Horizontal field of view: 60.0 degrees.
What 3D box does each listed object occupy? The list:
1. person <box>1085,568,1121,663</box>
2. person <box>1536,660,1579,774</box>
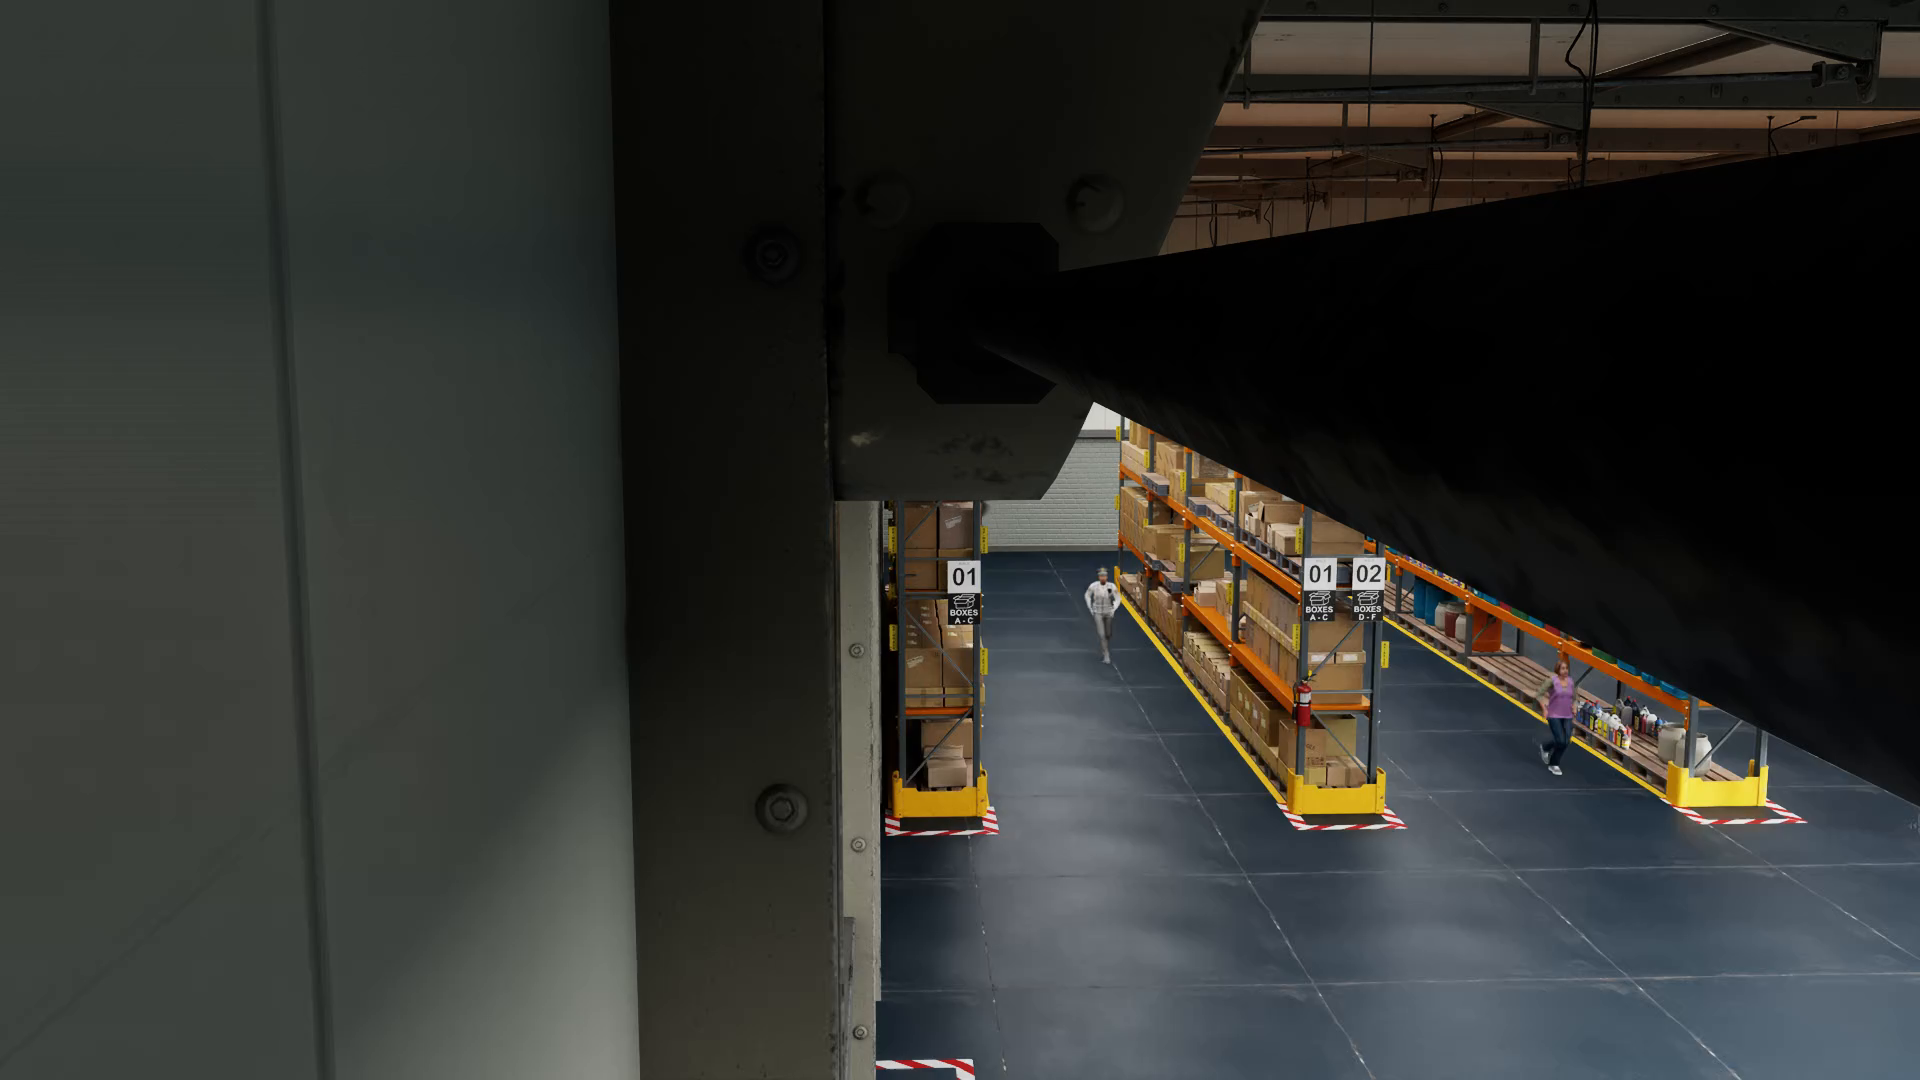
[{"bbox_3d":[2.526,1.298,29.434,0.643,1.672,0.738,0,8,2],"label":"person"},{"bbox_3d":[8.024,2.377,22.241,0.531,1.557,0.539,-1,8,-8],"label":"person"}]
